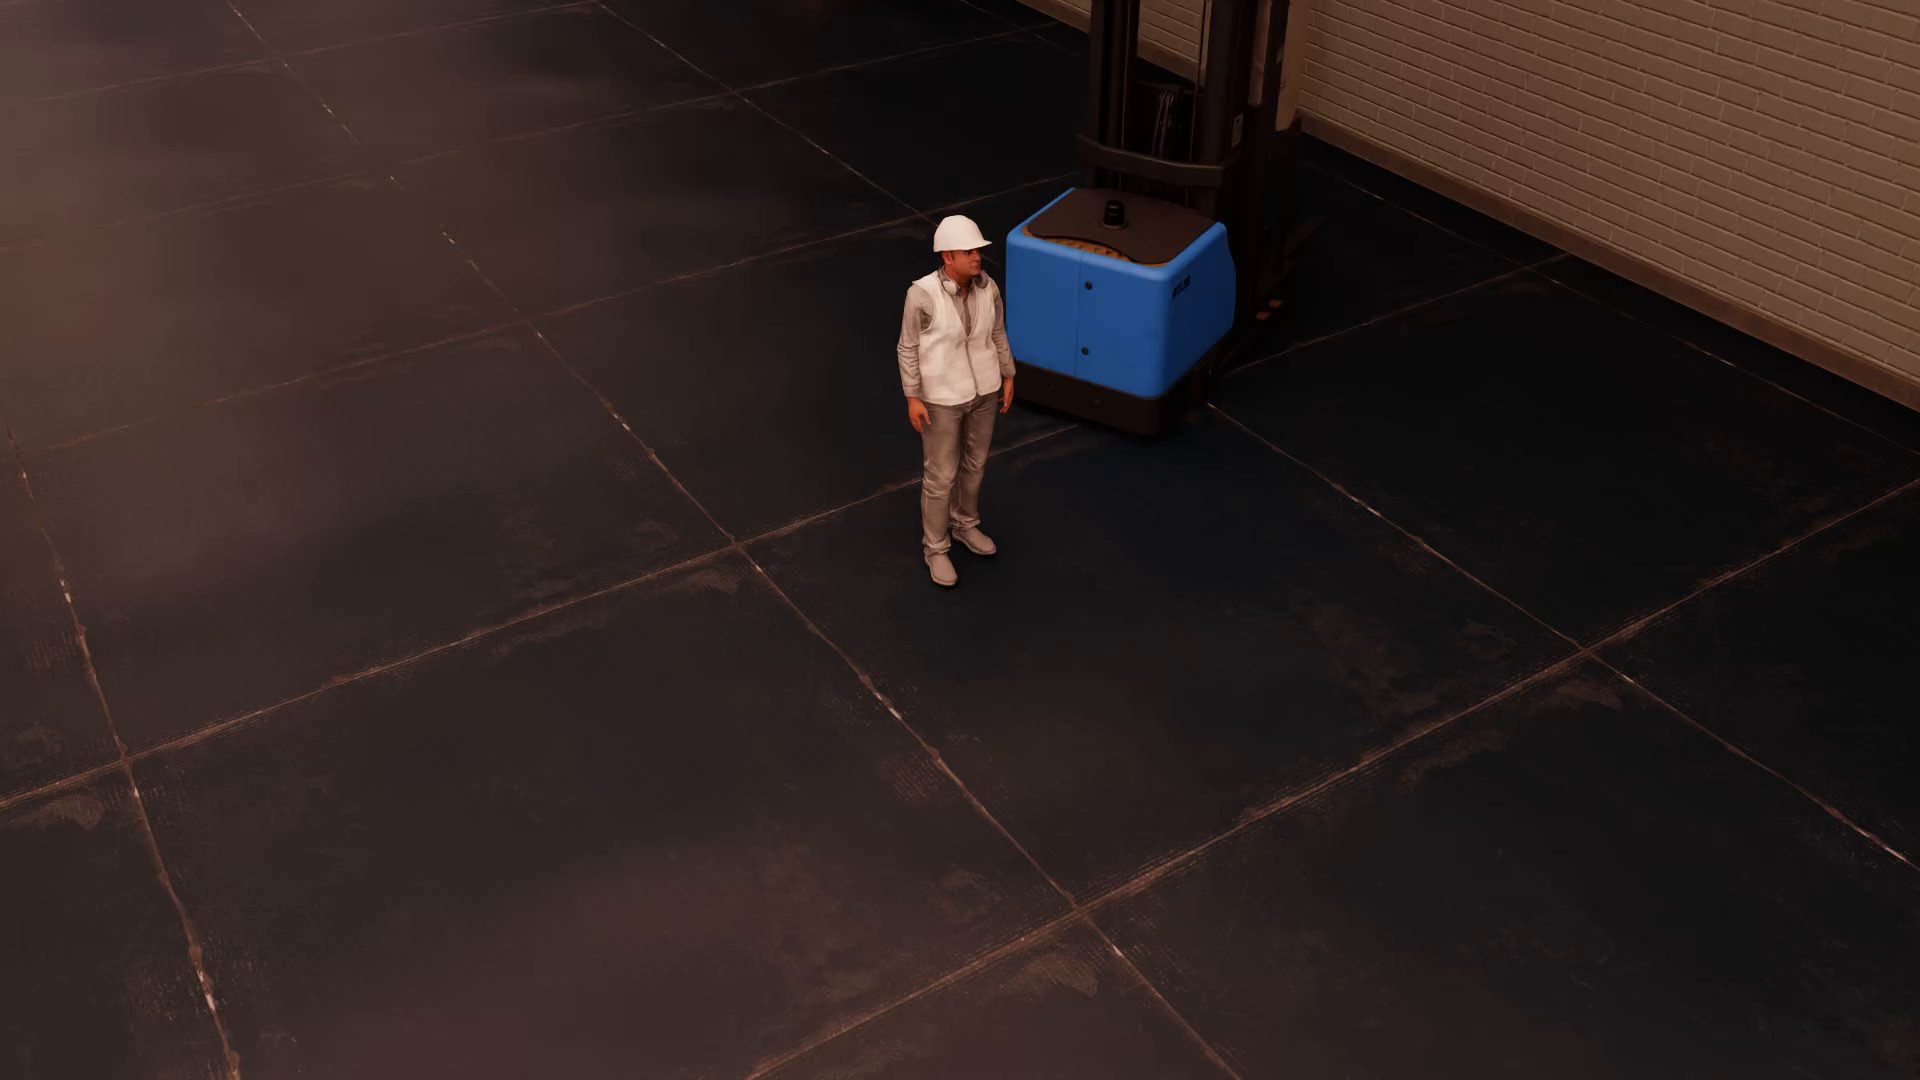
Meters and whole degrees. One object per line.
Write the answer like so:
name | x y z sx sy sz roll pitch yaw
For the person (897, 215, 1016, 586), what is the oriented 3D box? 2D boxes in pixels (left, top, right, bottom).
person | 0.024 -0.698 8.135 0.624 1.774 0.568 -21 40 -27

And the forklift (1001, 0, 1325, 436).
forklift | 1.443 -2.607 9.858 1.130 2.935 3.031 19 40 25
